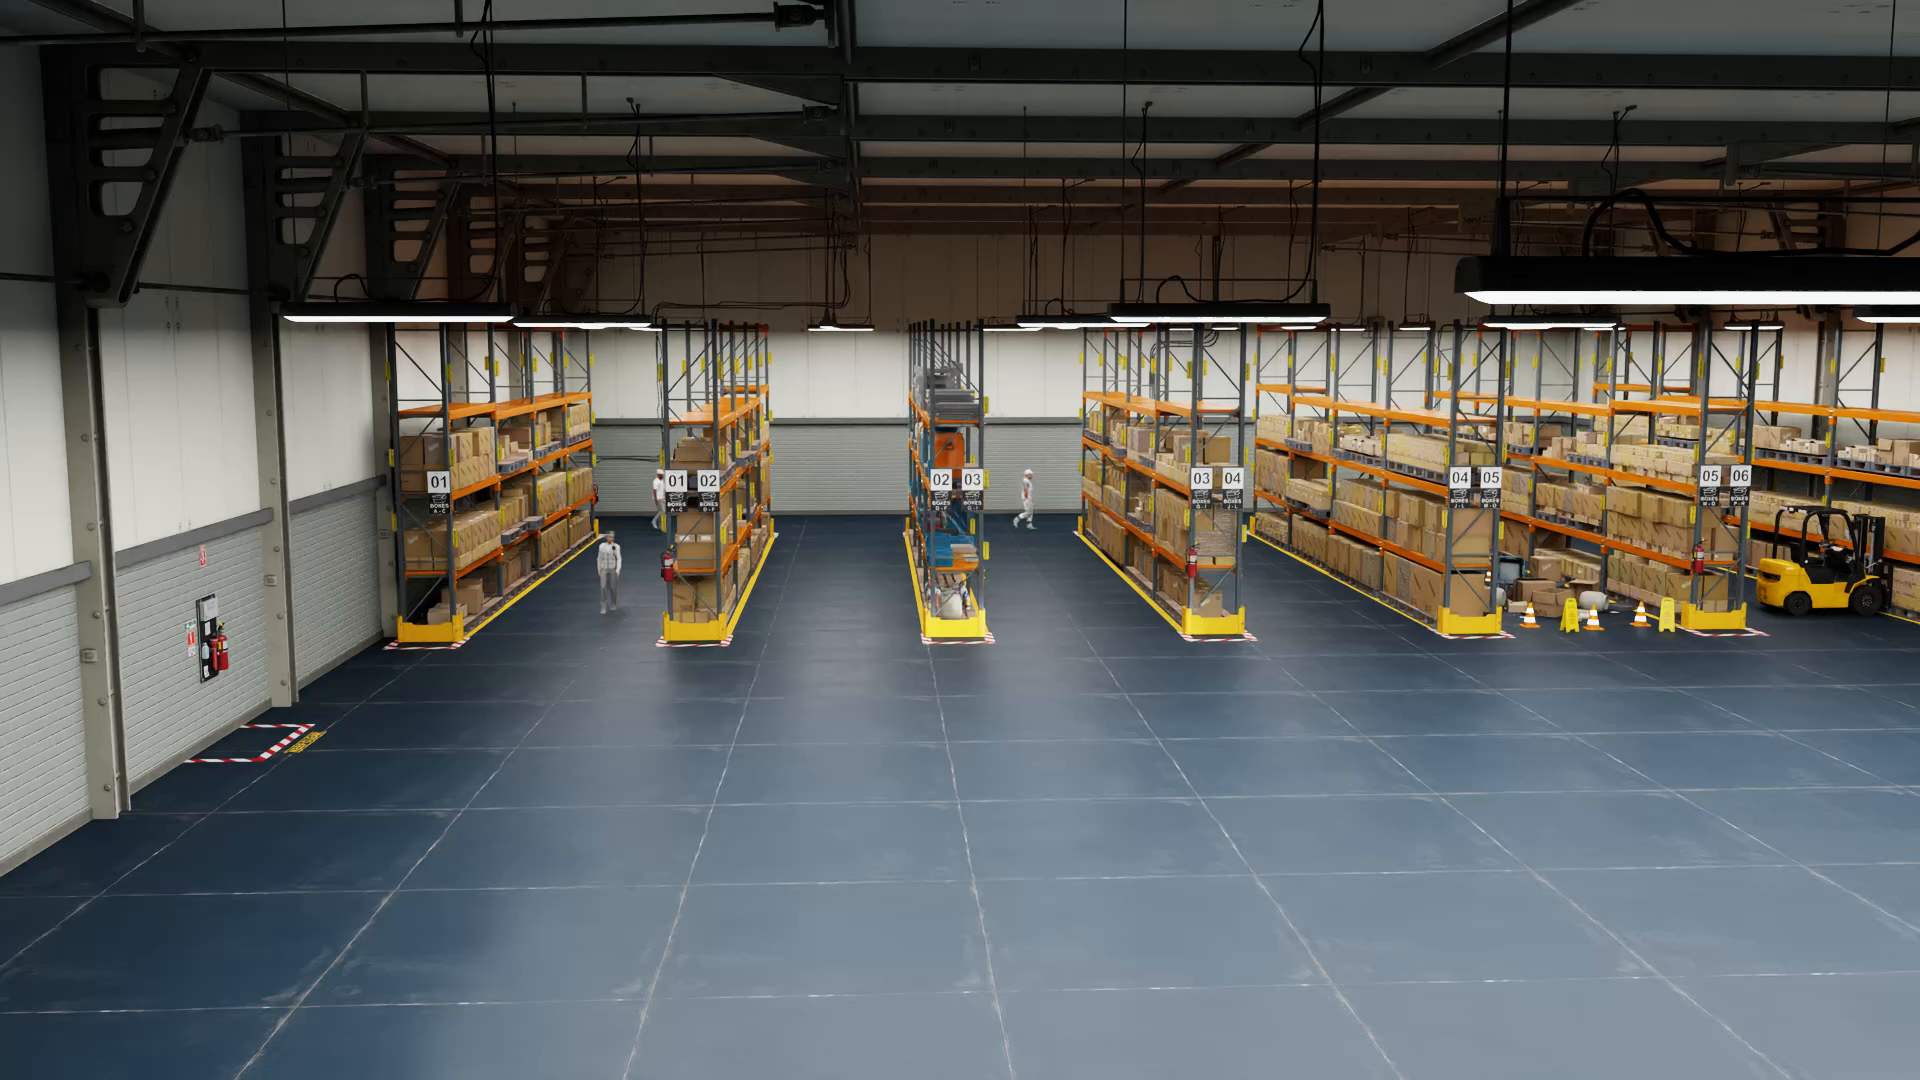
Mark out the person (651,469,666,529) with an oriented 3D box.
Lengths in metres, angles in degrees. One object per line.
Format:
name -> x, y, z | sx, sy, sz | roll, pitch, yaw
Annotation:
person -> -8.836, -1.198, 48.812 | 0.477, 1.763, 0.602 | 0, 7, -3

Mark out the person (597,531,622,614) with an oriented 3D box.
person -> -7.264, 0.665, 34.424 | 0.510, 1.706, 0.644 | -1, 7, -8

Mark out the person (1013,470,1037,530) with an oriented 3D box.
person -> 1.908, -1.172, 48.616 | 0.700, 1.783, 0.607 | 1, 7, 9
